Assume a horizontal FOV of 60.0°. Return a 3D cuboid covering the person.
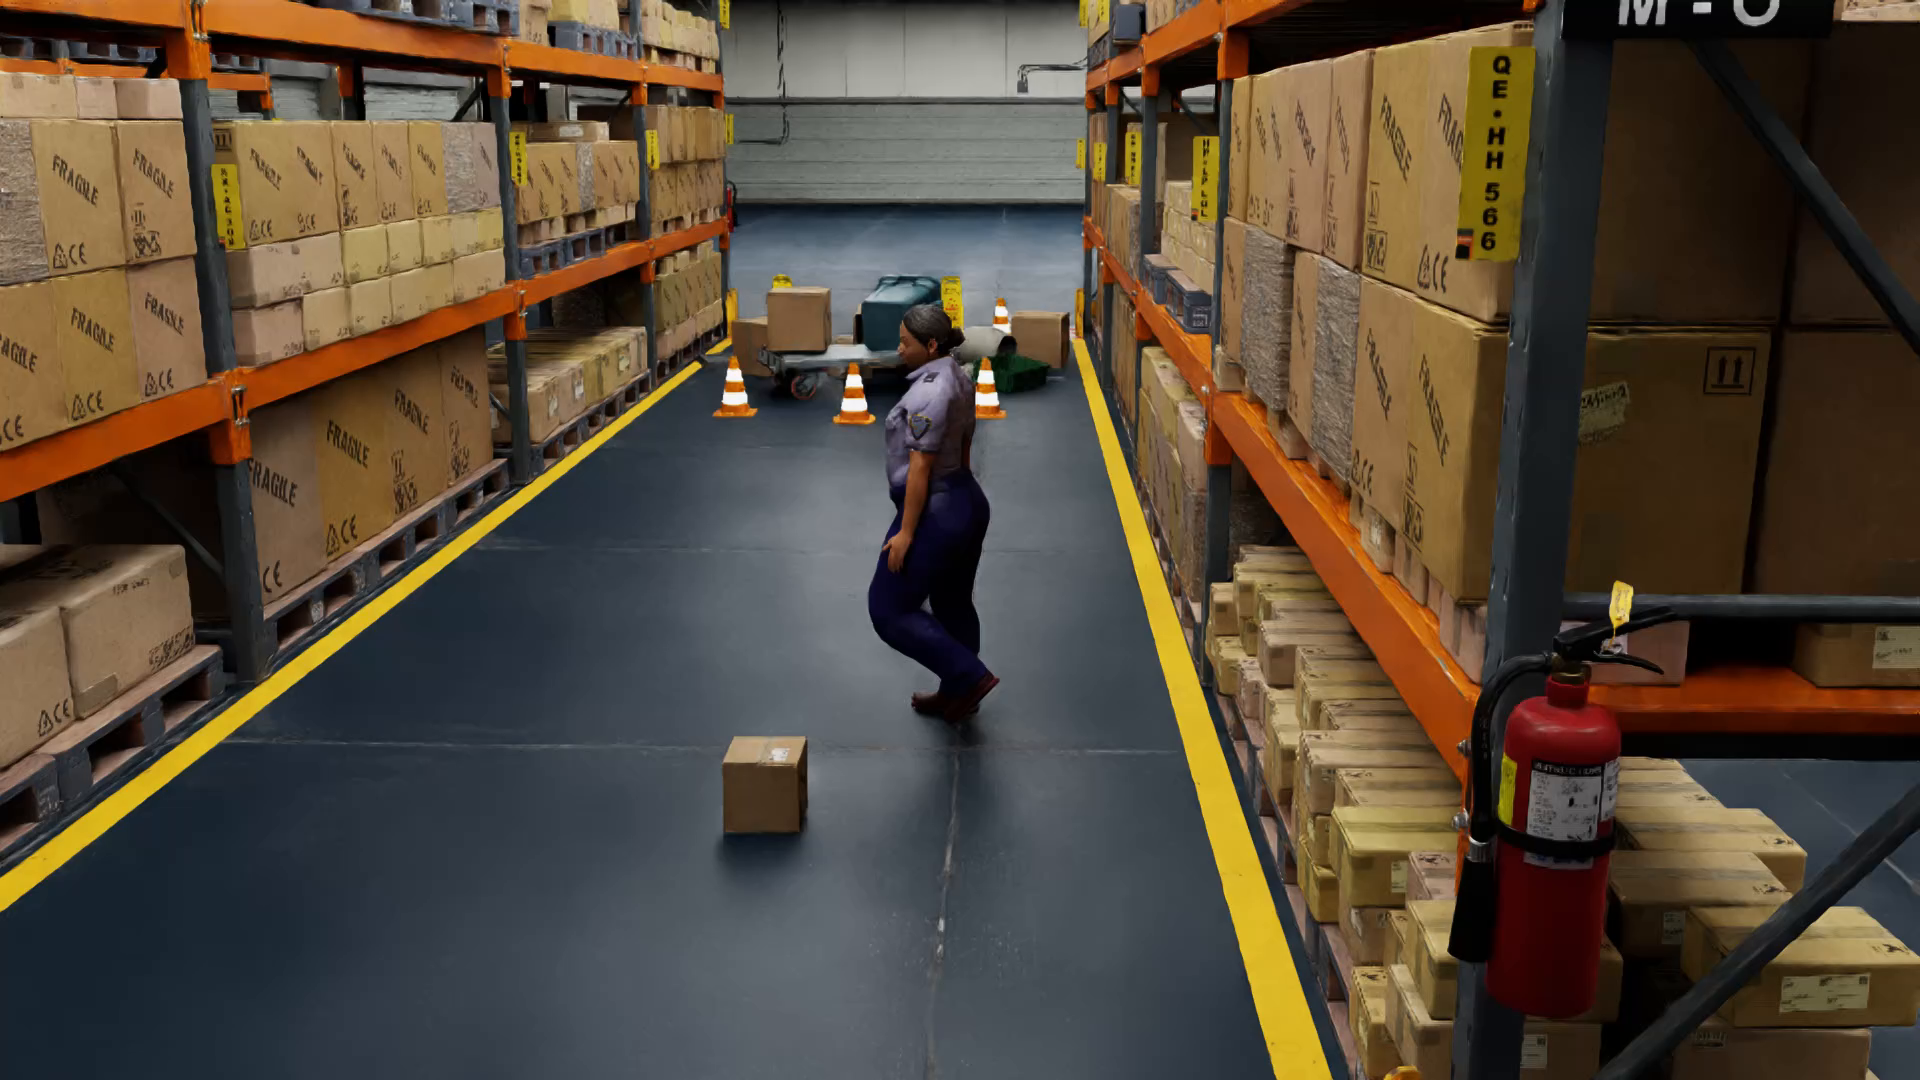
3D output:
[{"bbox_3d":[-0.058,-0.064,6.230,0.475,1.644,0.574,4,15,16],"label":"person"}]
